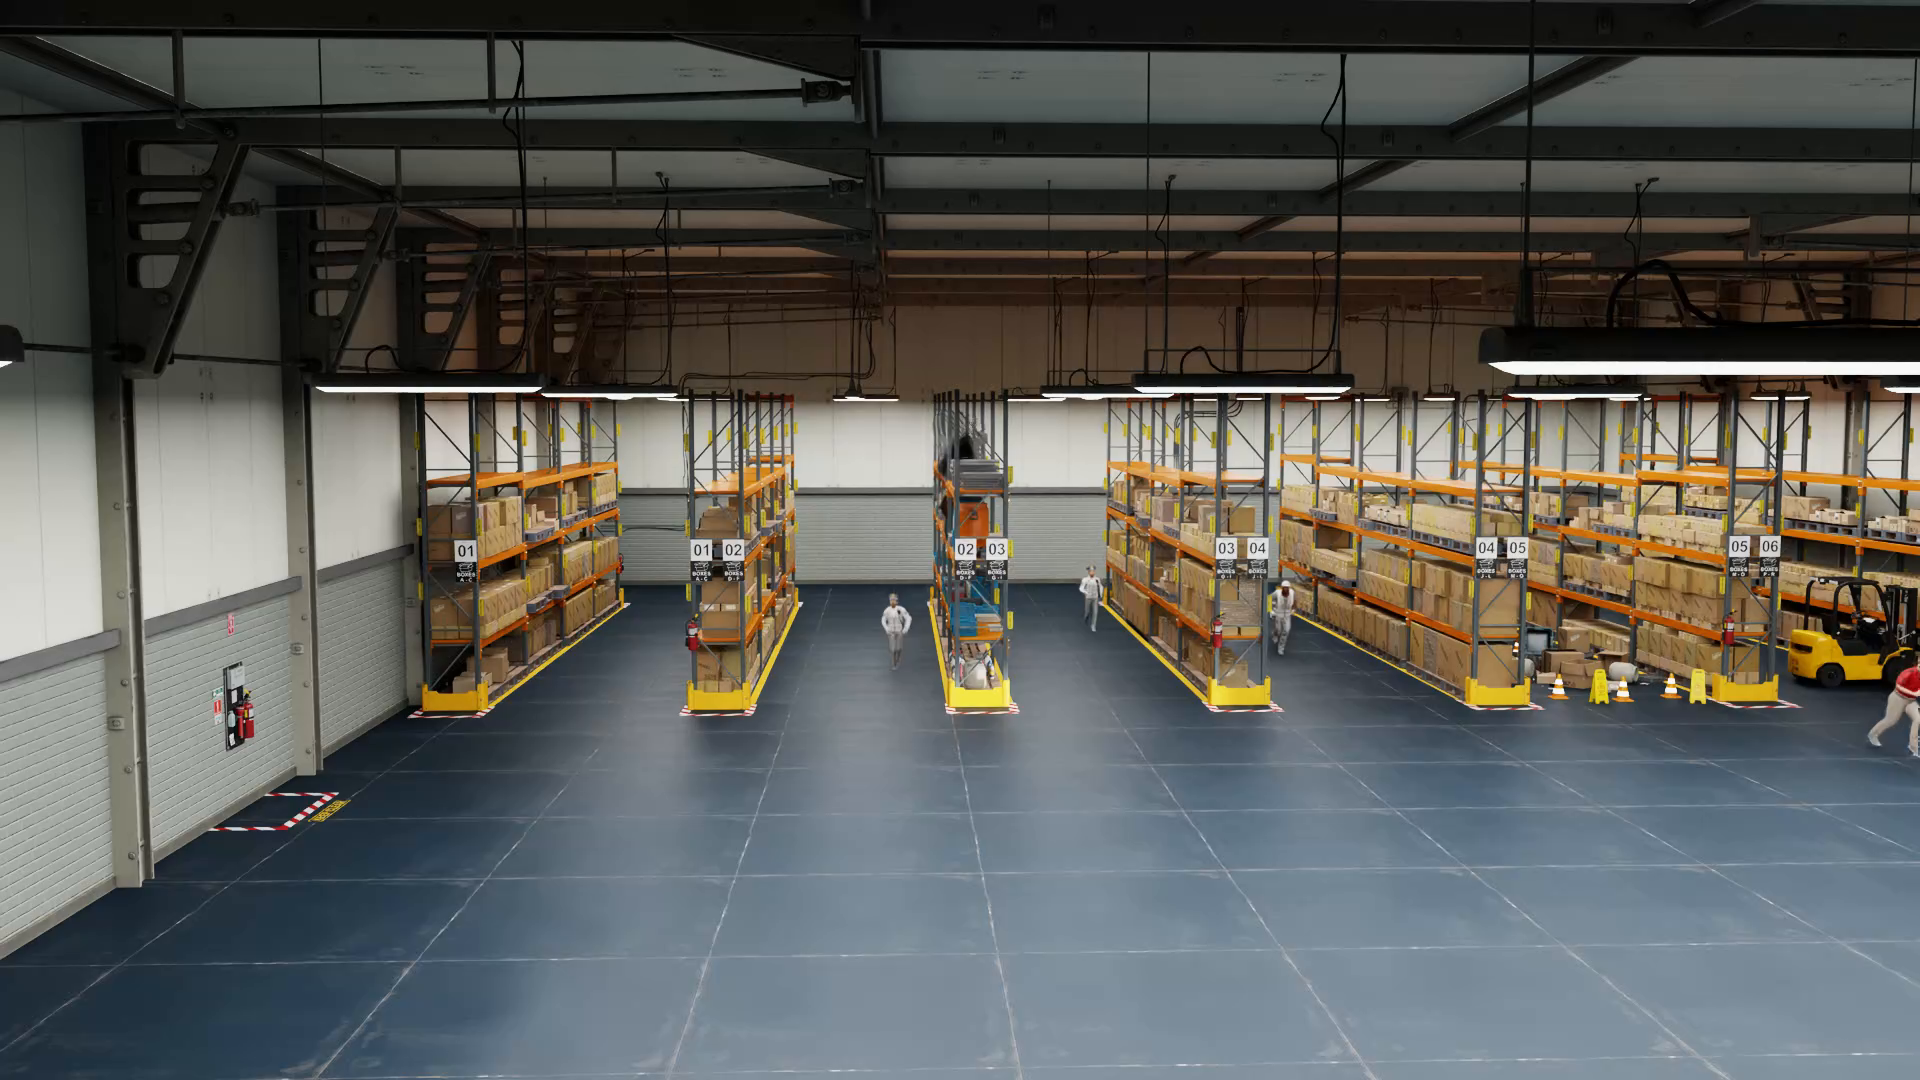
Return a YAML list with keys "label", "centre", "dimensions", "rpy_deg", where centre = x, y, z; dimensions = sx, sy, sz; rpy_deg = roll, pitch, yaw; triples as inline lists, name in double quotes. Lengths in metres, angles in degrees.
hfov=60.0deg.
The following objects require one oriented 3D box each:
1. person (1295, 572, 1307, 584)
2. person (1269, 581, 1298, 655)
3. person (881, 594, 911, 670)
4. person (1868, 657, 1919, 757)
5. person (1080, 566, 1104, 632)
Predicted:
- label: "person"
  centre: [10.070, 0.963, 48.745]
  dimensions: [0.531, 1.567, 0.597]
  rpy_deg: [2, 5, 18]
- label: "person"
  centre: [7.428, 1.764, 38.366]
  dimensions: [0.681, 1.716, 0.885]
  rpy_deg: [-1, 5, -9]
- label: "person"
  centre: [-1.384, 1.977, 35.854]
  dimensions: [0.633, 1.648, 0.623]
  rpy_deg: [0, 5, 6]
- label: "person"
  centre: [15.466, 2.708, 27.368]
  dimensions: [0.707, 1.697, 1.006]
  rpy_deg: [-2, 5, -26]
- label: "person"
  centre: [3.337, 1.469, 42.005]
  dimensions: [0.625, 1.654, 0.682]
  rpy_deg: [0, 5, -6]
